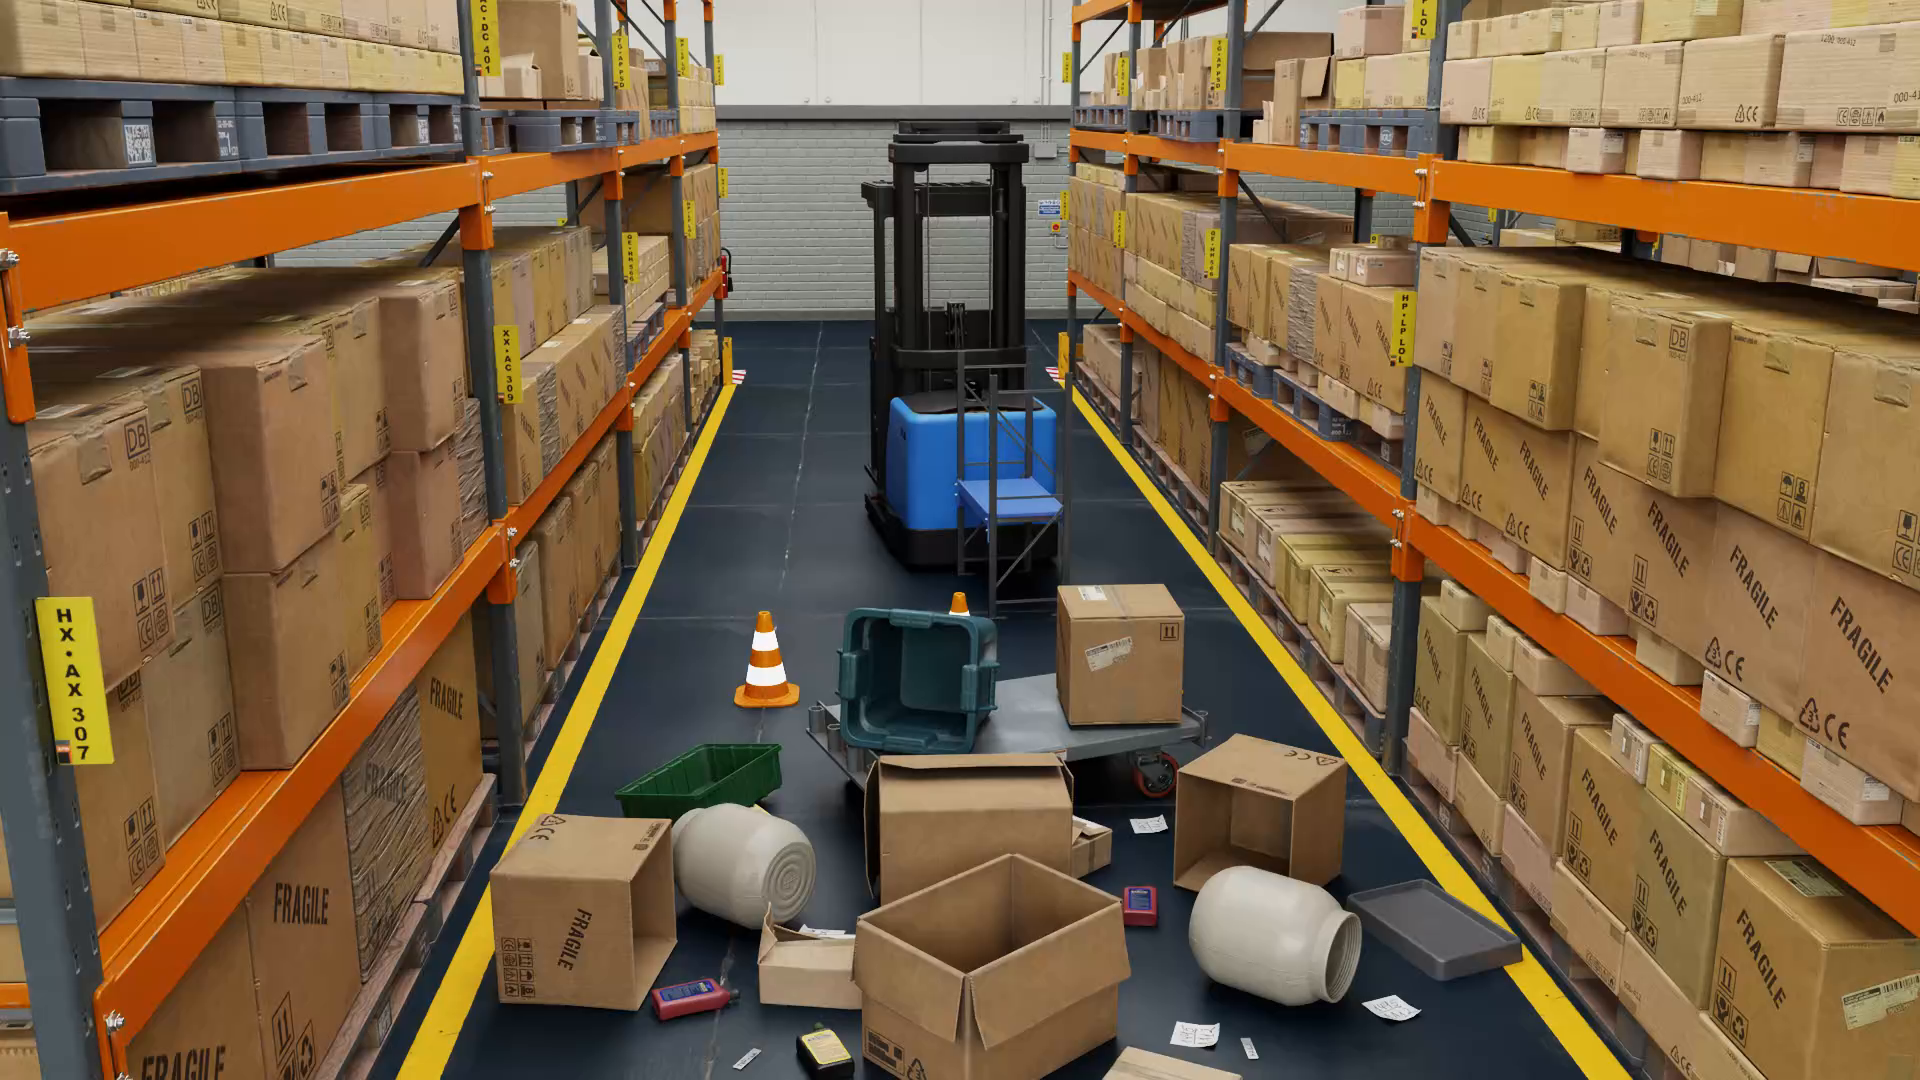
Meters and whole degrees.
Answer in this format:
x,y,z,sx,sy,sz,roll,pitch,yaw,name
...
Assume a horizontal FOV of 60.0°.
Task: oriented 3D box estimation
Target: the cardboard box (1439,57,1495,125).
x,y,z,sx,sy,sz,roll,pitch,yaw,name
2.243,-1.779,6.605,0.500,0.250,0.500,-1,14,-5,cardboard box

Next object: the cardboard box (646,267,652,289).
x,y,z,sx,sy,sz,roll,pitch,yaw,name
-2.633,-2.059,13.072,0.380,0.149,0.250,-1,14,-3,cardboard box

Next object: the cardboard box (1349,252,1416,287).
x,y,z,sx,sy,sz,roll,pitch,yaw,name
2.180,-1.361,8.354,0.380,0.149,0.250,-1,14,-5,cardboard box

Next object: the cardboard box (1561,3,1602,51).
x,y,z,sx,sy,sz,roll,pitch,yaw,name
2.291,-1.746,5.676,0.380,0.149,0.250,-1,14,-5,cardboard box

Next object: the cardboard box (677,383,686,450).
x,y,z,sx,sy,sz,roll,pitch,yaw,name
-2.643,-1.069,14.336,0.500,0.500,0.500,-1,14,-5,cardboard box

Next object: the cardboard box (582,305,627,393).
x,y,z,sx,sy,sz,roll,pitch,yaw,name
-2.397,-1.202,10.479,0.500,0.500,0.500,-1,14,-3,cardboard box

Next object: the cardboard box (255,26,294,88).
x,y,z,sx,sy,sz,roll,pitch,yaw,name
-1.977,-1.259,4.341,0.380,0.149,0.250,-1,14,-4,cardboard box

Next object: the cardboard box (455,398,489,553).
x,y,z,sx,sy,sz,roll,pitch,yaw,name
-2.410,-0.248,6.670,0.875,0.550,0.550,-1,14,-3,cardboard box

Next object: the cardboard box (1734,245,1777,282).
x,y,z,sx,sy,sz,roll,pitch,yaw,name
6.835,-2.240,13.668,0.700,0.500,0.500,-1,14,-4,cardboard box

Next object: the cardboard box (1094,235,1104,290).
x,y,z,sx,sy,sz,roll,pitch,yaw,name
1.627,-2.771,16.574,0.500,0.500,0.500,-1,14,-4,cardboard box

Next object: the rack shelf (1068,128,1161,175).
x,y,z,sx,sy,sz,roll,pitch,yaw,name
1.870,-3.960,16.821,1.077,0.370,4.000,-1,14,-3,rack shelf

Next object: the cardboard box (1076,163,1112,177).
x,y,z,sx,sy,sz,roll,pitch,yaw,name
1.492,-4.107,18.461,0.380,0.149,0.250,-1,14,-2,cardboard box

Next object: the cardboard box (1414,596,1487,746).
x,y,z,sx,sy,sz,roll,pitch,yaw,name
2.256,0.547,7.049,0.500,0.500,0.500,0,14,-1,cardboard box

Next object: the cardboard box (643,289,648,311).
x,y,z,sx,sy,sz,roll,pitch,yaw,name
-2.618,-1.852,12.867,0.380,0.149,0.250,-1,14,-5,cardboard box

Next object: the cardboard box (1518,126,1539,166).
x,y,z,sx,sy,sz,roll,pitch,yaw,name
2.350,-1.492,6.291,0.380,0.149,0.250,-1,14,-3,cardboard box

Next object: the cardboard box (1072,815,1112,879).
x,y,z,sx,sy,sz,roll,pitch,yaw,name
0.398,1.191,6.863,0.258,0.266,0.396,-13,20,-42,cardboard box

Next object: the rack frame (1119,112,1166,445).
x,y,z,sx,sy,sz,roll,pitch,yaw,name
1.994,-2.358,15.172,1.000,3.000,0.127,-1,14,-3,rack frame

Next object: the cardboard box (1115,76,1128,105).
x,y,z,sx,sy,sz,roll,pitch,yaw,name
1.635,-4.151,15.348,0.396,0.266,0.258,0,14,-2,cardboard box

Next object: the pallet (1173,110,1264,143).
x,y,z,sx,sy,sz,roll,pitch,yaw,name
2.149,-2.884,11.574,1.213,0.211,1.003,0,14,-1,pallet

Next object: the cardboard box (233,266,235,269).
x,y,z,sx,sy,sz,roll,pitch,yaw,name
-7.748,-2.805,17.414,0.380,0.149,0.250,-1,14,-2,cardboard box

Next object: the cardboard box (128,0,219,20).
x,y,z,sx,sy,sz,roll,pitch,yaw,name
-2.003,-1.298,3.694,0.500,0.250,0.500,-1,14,-4,cardboard box

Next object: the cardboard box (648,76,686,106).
x,y,z,sx,sy,sz,roll,pitch,yaw,name
-2.731,-4.002,14.839,0.500,0.250,0.500,0,14,-2,cardboard box

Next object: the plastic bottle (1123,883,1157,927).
x,y,z,sx,sy,sz,roll,pitch,yaw,name
0.698,1.404,6.445,0.133,0.061,0.283,2,15,6,plastic bottle

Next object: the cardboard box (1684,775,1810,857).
x,y,z,sx,sy,sz,roll,pitch,yaw,name
2.338,0.792,4.798,0.380,0.149,0.250,0,14,-2,cardboard box

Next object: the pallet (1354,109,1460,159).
x,y,z,sx,sy,sz,roll,pitch,yaw,name
2.557,-1.885,7.692,1.213,0.211,1.003,-1,14,-3,pallet

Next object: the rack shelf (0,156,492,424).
x,y,z,sx,sy,sz,roll,pitch,yaw,name
-2.321,-0.874,4.827,1.077,0.370,4.000,-1,14,-3,rack shelf

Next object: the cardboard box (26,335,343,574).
x,y,z,sx,sy,sz,roll,pitch,yaw,name
-2.207,-0.237,4.461,0.875,0.550,0.550,-1,14,-3,cardboard box

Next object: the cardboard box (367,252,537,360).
x,y,z,sx,sy,sz,roll,pitch,yaw,name
-2.546,-1.177,8.372,0.700,0.500,0.500,-1,14,-3,cardboard box

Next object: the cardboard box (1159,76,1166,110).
x,y,z,sx,sy,sz,roll,pitch,yaw,name
1.758,-3.489,12.975,0.396,0.266,0.258,0,14,1,cardboard box

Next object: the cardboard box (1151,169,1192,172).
x,y,z,sx,sy,sz,roll,pitch,yaw,name
2.104,-3.604,16.506,0.380,0.149,0.250,-1,14,-4,cardboard box

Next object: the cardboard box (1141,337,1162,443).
x,y,z,sx,sy,sz,roll,pitch,yaw,name
2.112,-1.380,14.790,0.875,0.875,0.875,0,14,-2,cardboard box

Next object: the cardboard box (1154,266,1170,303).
x,y,z,sx,sy,sz,roll,pitch,yaw,name
1.838,-2.033,13.206,0.500,0.250,0.500,-1,14,-5,cardboard box

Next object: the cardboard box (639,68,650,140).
x,y,z,sx,sy,sz,roll,pitch,yaw,name
-2.537,-3.158,12.058,0.500,0.500,0.500,-1,14,-3,cardboard box

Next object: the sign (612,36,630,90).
x,y,z,sx,sy,sz,roll,pitch,yaw,name
-2.138,-3.010,10.488,0.100,0.325,0.005,-1,14,-3,sign

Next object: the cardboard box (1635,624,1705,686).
x,y,z,sx,sy,sz,roll,pitch,yaw,name
2.351,0.341,5.185,0.380,0.149,0.250,-1,14,-4,cardboard box

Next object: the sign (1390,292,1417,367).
x,y,z,sx,sy,sz,roll,pitch,yaw,name
1.936,-0.920,7.258,0.100,0.325,0.005,-1,14,-3,sign

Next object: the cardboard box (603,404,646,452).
x,y,z,sx,sy,sz,roll,pitch,yaw,name
-2.494,-0.793,11.757,0.500,0.250,0.500,-2,15,-6,cardboard box

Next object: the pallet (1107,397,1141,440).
x,y,z,sx,sy,sz,roll,pitch,yaw,name
2.025,-1.198,16.259,1.003,0.211,1.213,-1,14,-3,pallet

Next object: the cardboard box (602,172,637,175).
x,y,z,sx,sy,sz,roll,pitch,yaw,name
-3.277,-3.175,15.541,0.500,0.500,0.500,-1,14,-5,cardboard box

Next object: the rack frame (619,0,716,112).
x,y,z,sx,sy,sz,roll,pitch,yaw,name
-3.188,-6.157,17.896,1.000,3.000,0.127,-1,14,-3,rack frame

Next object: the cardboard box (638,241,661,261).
x,y,z,sx,sy,sz,roll,pitch,yaw,name
-2.689,-2.399,13.796,0.380,0.149,0.250,-1,14,-5,cardboard box

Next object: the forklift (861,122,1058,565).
x,y,z,sx,sy,sz,roll,pitch,yaw,name
-0.119,-1.574,12.260,1.130,2.935,3.031,-3,15,-11,forklift

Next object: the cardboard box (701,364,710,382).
x,y,z,sx,sy,sz,roll,pitch,yaw,name
-2.750,-1.701,16.901,0.380,0.149,0.250,-1,14,-3,cardboard box

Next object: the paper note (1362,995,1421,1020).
x,y,z,sx,sy,sz,roll,pitch,yaw,name
1.486,1.606,5.721,0.142,0.019,0.148,-6,16,-23,paper note

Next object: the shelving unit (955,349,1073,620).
x,y,z,sx,sy,sz,roll,pitch,yaw,name
0.326,-0.379,10.488,0.538,1.500,1.048,-3,15,-11,shelving unit

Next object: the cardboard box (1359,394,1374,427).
x,y,z,sx,sy,sz,roll,pitch,yaw,name
2.183,-0.640,8.155,0.380,0.149,0.250,-1,14,-5,cardboard box

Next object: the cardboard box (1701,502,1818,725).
x,y,z,sx,sy,sz,roll,pitch,yaw,name
2.402,0.178,4.515,0.500,0.500,0.500,-1,14,-3,cardboard box

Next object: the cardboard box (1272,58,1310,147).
x,y,z,sx,sy,sz,roll,pitch,yaw,name
2.290,-2.629,10.002,0.700,0.500,0.500,-1,14,-3,cardboard box

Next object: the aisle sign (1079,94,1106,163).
x,y,z,sx,sy,sz,roll,pitch,yaw,name
1.452,-4.625,18.766,0.394,0.787,0.004,-1,14,-3,aisle sign

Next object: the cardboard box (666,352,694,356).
x,y,z,sx,sy,sz,roll,pitch,yaw,name
-2.850,-1.783,16.623,0.380,0.149,0.250,-1,15,-6,cardboard box

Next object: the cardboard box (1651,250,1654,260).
x,y,z,sx,sy,sz,roll,pitch,yaw,name
6.673,-2.630,15.932,0.500,0.250,0.500,-1,14,-2,cardboard box

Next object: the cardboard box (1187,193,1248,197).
x,y,z,sx,sy,sz,roll,pitch,yaw,name
2.272,-2.784,14.618,0.500,0.500,0.500,0,14,-2,cardboard box

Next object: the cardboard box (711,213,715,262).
x,y,z,sx,sy,sz,roll,pitch,yaw,name
-2.877,-3.208,17.677,0.500,0.500,0.500,-1,14,-4,cardboard box

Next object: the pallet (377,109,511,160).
x,y,z,sx,sy,sz,roll,pitch,yaw,name
-2.551,-1.854,7.578,0.805,0.209,1.217,-1,15,-6,pallet

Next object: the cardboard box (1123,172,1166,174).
x,y,z,sx,sy,sz,roll,pitch,yaw,name
1.743,-3.406,15.735,0.380,0.149,0.250,-1,14,-3,cardboard box

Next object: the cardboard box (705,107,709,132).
x,y,z,sx,sy,sz,roll,pitch,yaw,name
-2.840,-4.272,16.892,0.500,0.250,0.500,0,14,-1,cardboard box
